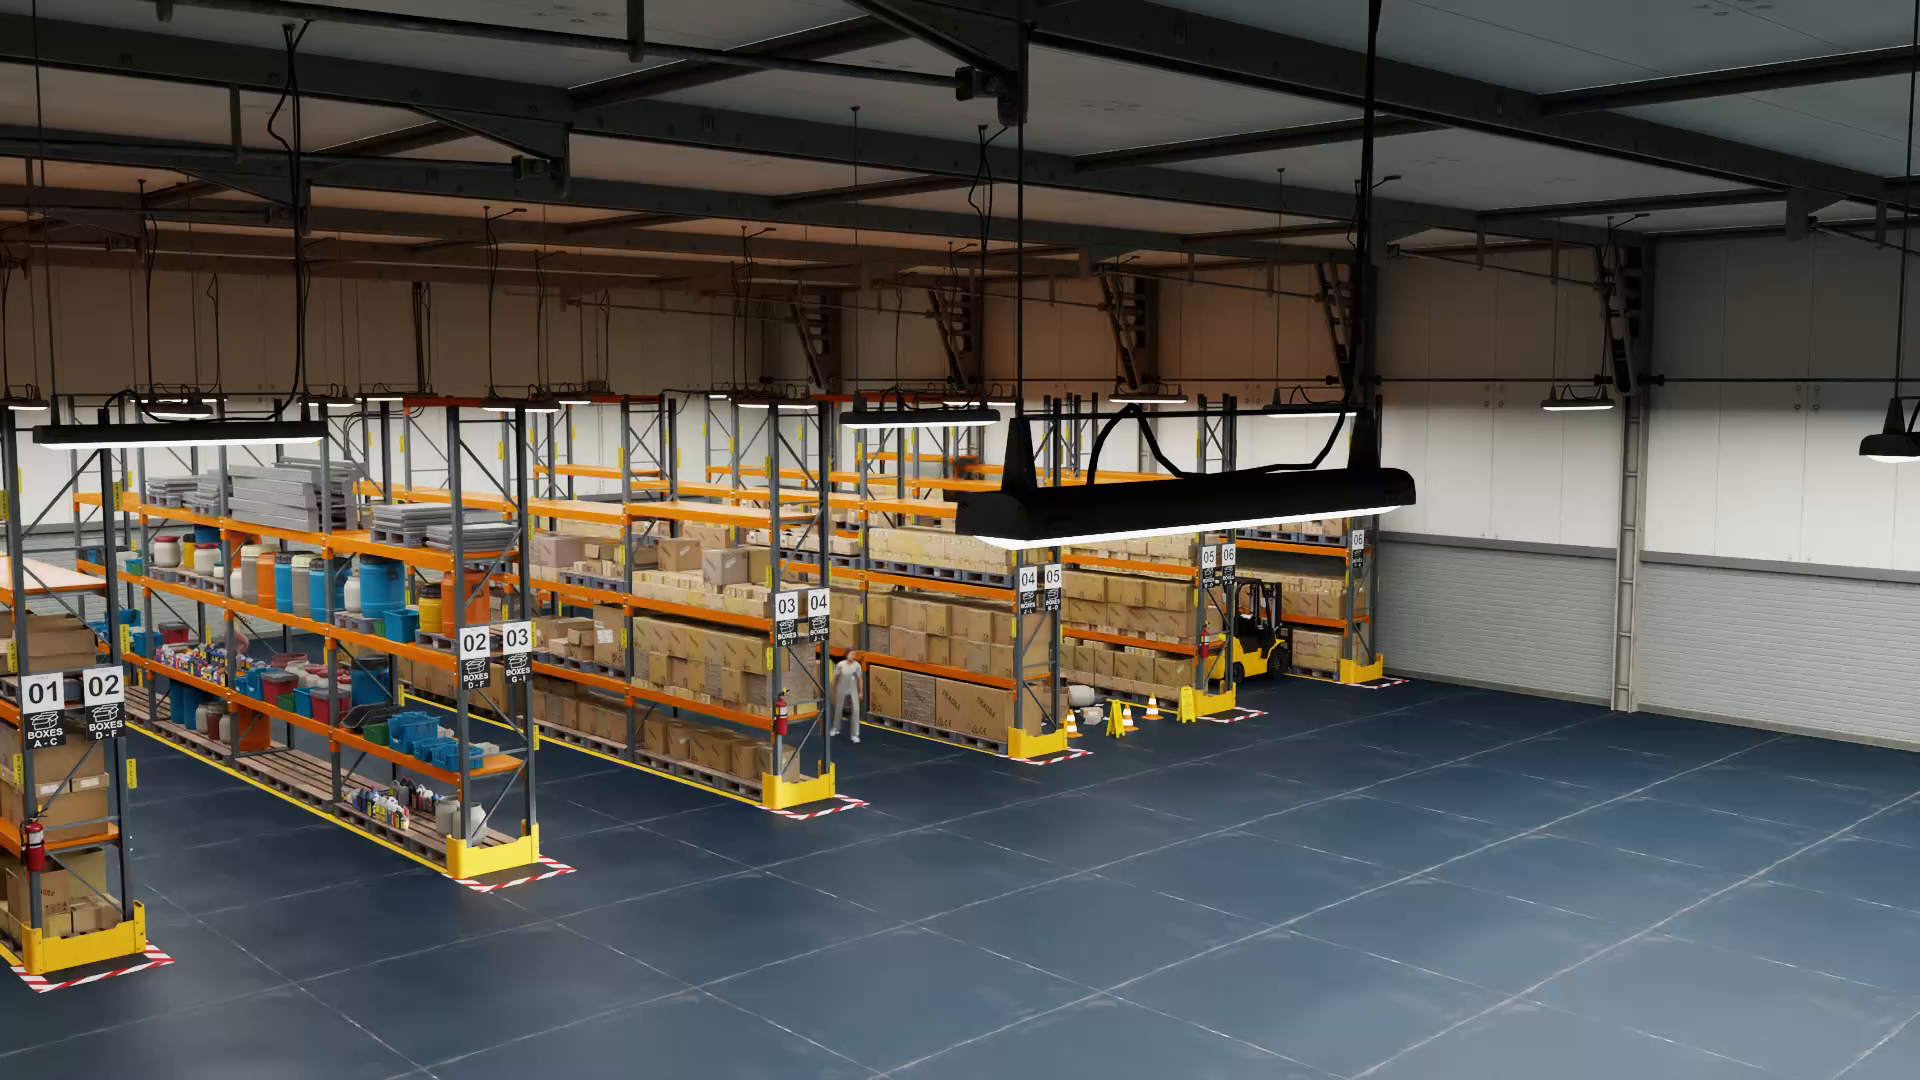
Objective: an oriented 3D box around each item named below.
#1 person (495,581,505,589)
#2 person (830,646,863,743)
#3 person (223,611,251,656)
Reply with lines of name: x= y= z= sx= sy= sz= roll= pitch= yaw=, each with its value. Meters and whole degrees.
person: x=-10.639 y=1.767 z=38.420 sx=0.648 sy=1.793 sz=0.811 roll=-3 pitch=6 yaw=-25
person: x=-2.017 y=2.691 z=29.238 sx=0.624 sy=1.663 sz=0.761 roll=-1 pitch=6 yaw=-10
person: x=-15.887 y=2.006 z=36.331 sx=0.772 sy=1.664 sz=0.516 roll=-3 pitch=6 yaw=-27
